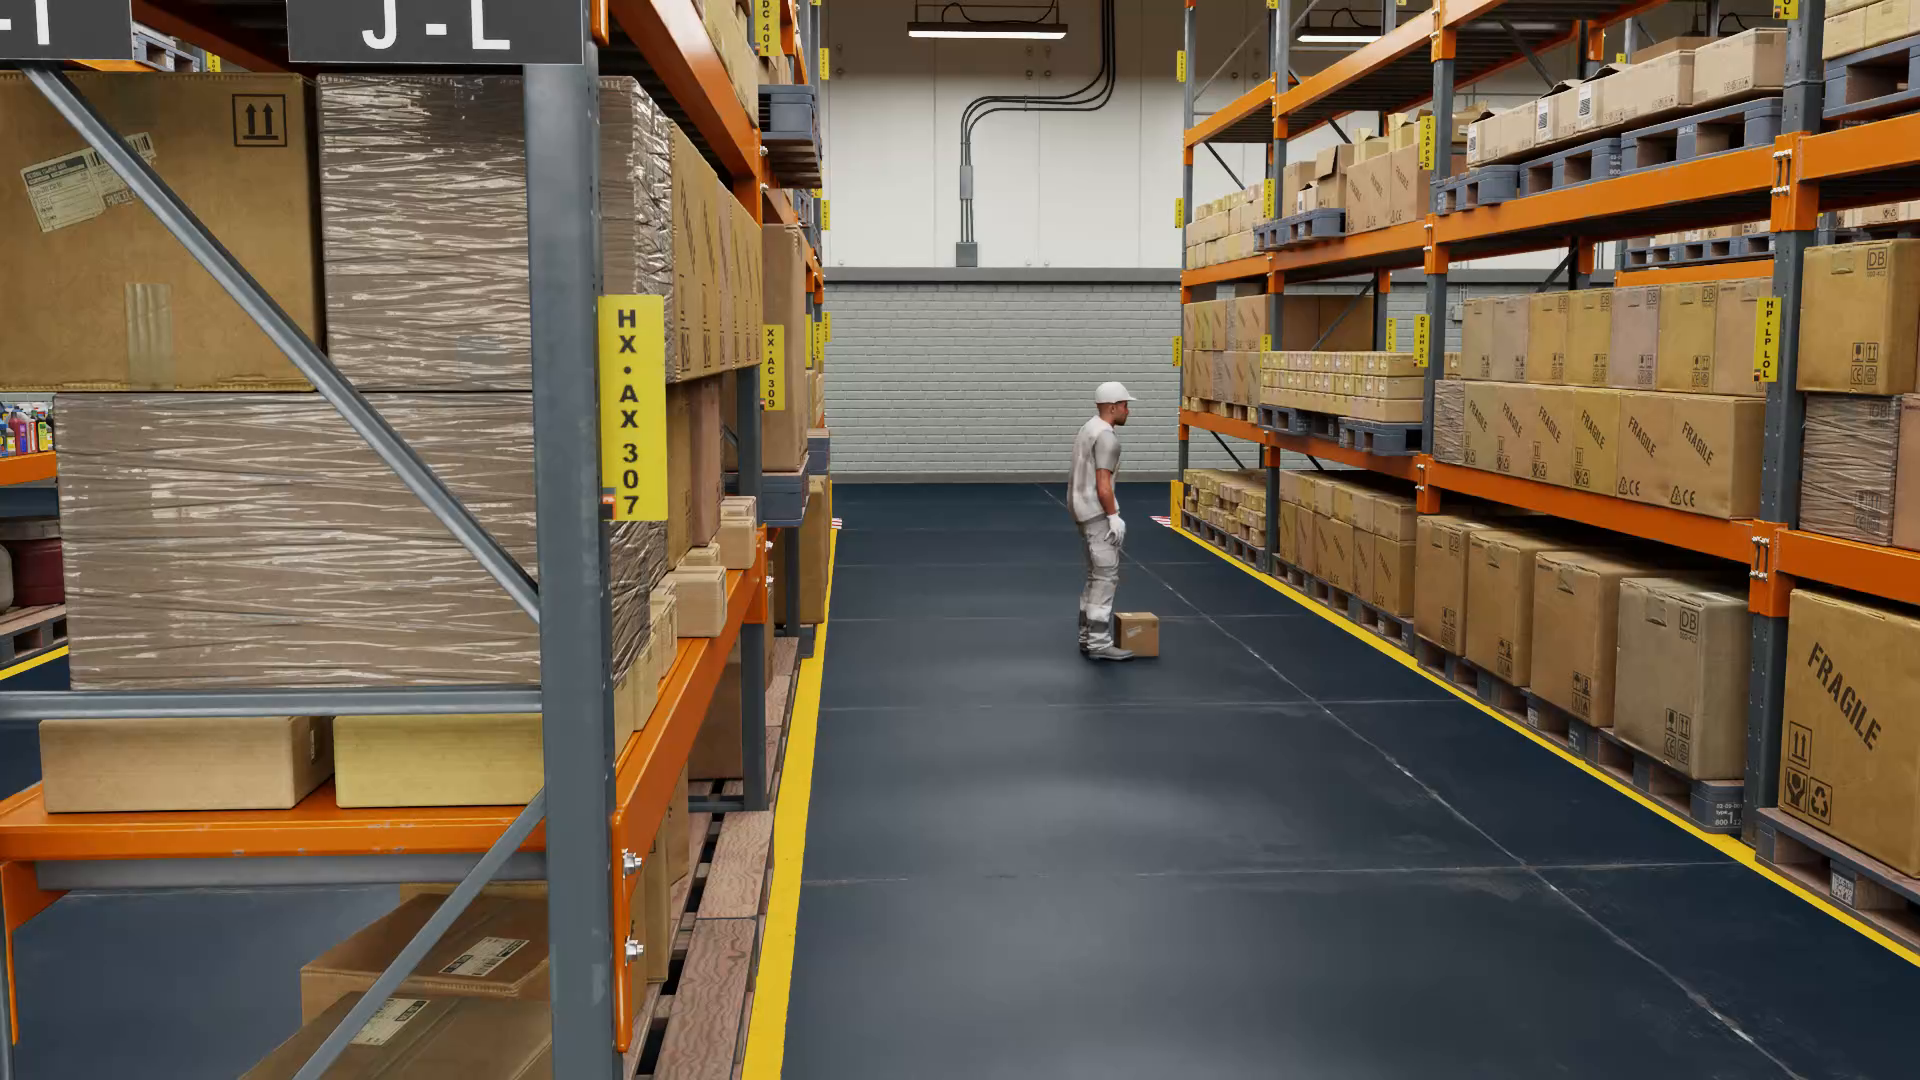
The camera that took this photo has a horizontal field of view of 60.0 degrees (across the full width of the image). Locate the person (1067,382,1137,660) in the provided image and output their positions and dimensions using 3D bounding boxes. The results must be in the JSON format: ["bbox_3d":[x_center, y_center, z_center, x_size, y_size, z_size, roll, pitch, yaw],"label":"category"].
[{"bbox_3d":[0.931,-0.137,10.822,0.446,1.781,0.623,-1,7,-6],"label":"person"}]
